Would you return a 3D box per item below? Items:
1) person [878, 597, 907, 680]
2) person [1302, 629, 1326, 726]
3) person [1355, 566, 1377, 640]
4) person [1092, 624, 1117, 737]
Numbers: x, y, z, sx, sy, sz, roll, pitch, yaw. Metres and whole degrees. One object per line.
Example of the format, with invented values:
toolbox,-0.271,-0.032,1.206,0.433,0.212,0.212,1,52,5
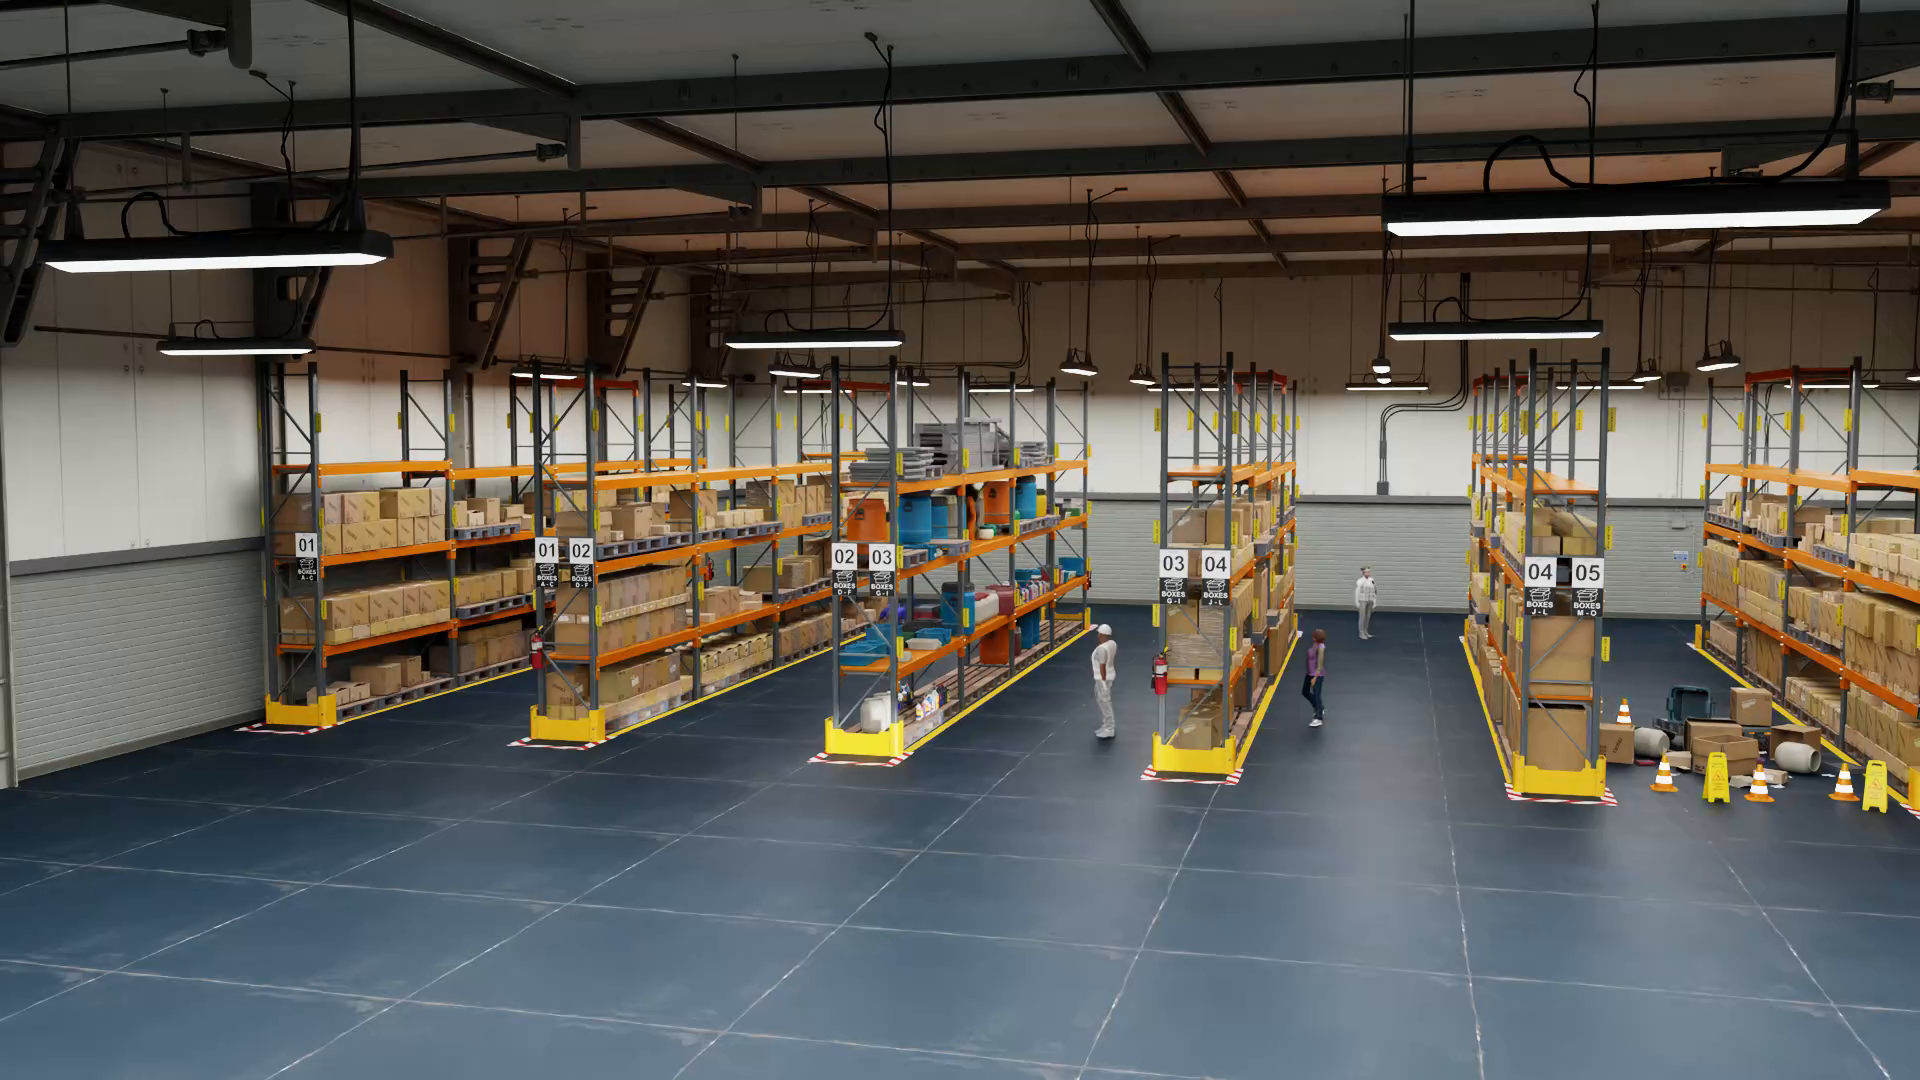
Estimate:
person,-1.328,1.868,32.185,0.628,1.569,1.028,1,4,18
person,5.911,2.259,27.589,0.394,1.599,0.507,-1,4,-13
person,9.485,1.456,38.726,0.527,1.705,0.519,-1,4,-14
person,2.311,2.237,26.572,0.383,1.813,0.702,1,4,13
